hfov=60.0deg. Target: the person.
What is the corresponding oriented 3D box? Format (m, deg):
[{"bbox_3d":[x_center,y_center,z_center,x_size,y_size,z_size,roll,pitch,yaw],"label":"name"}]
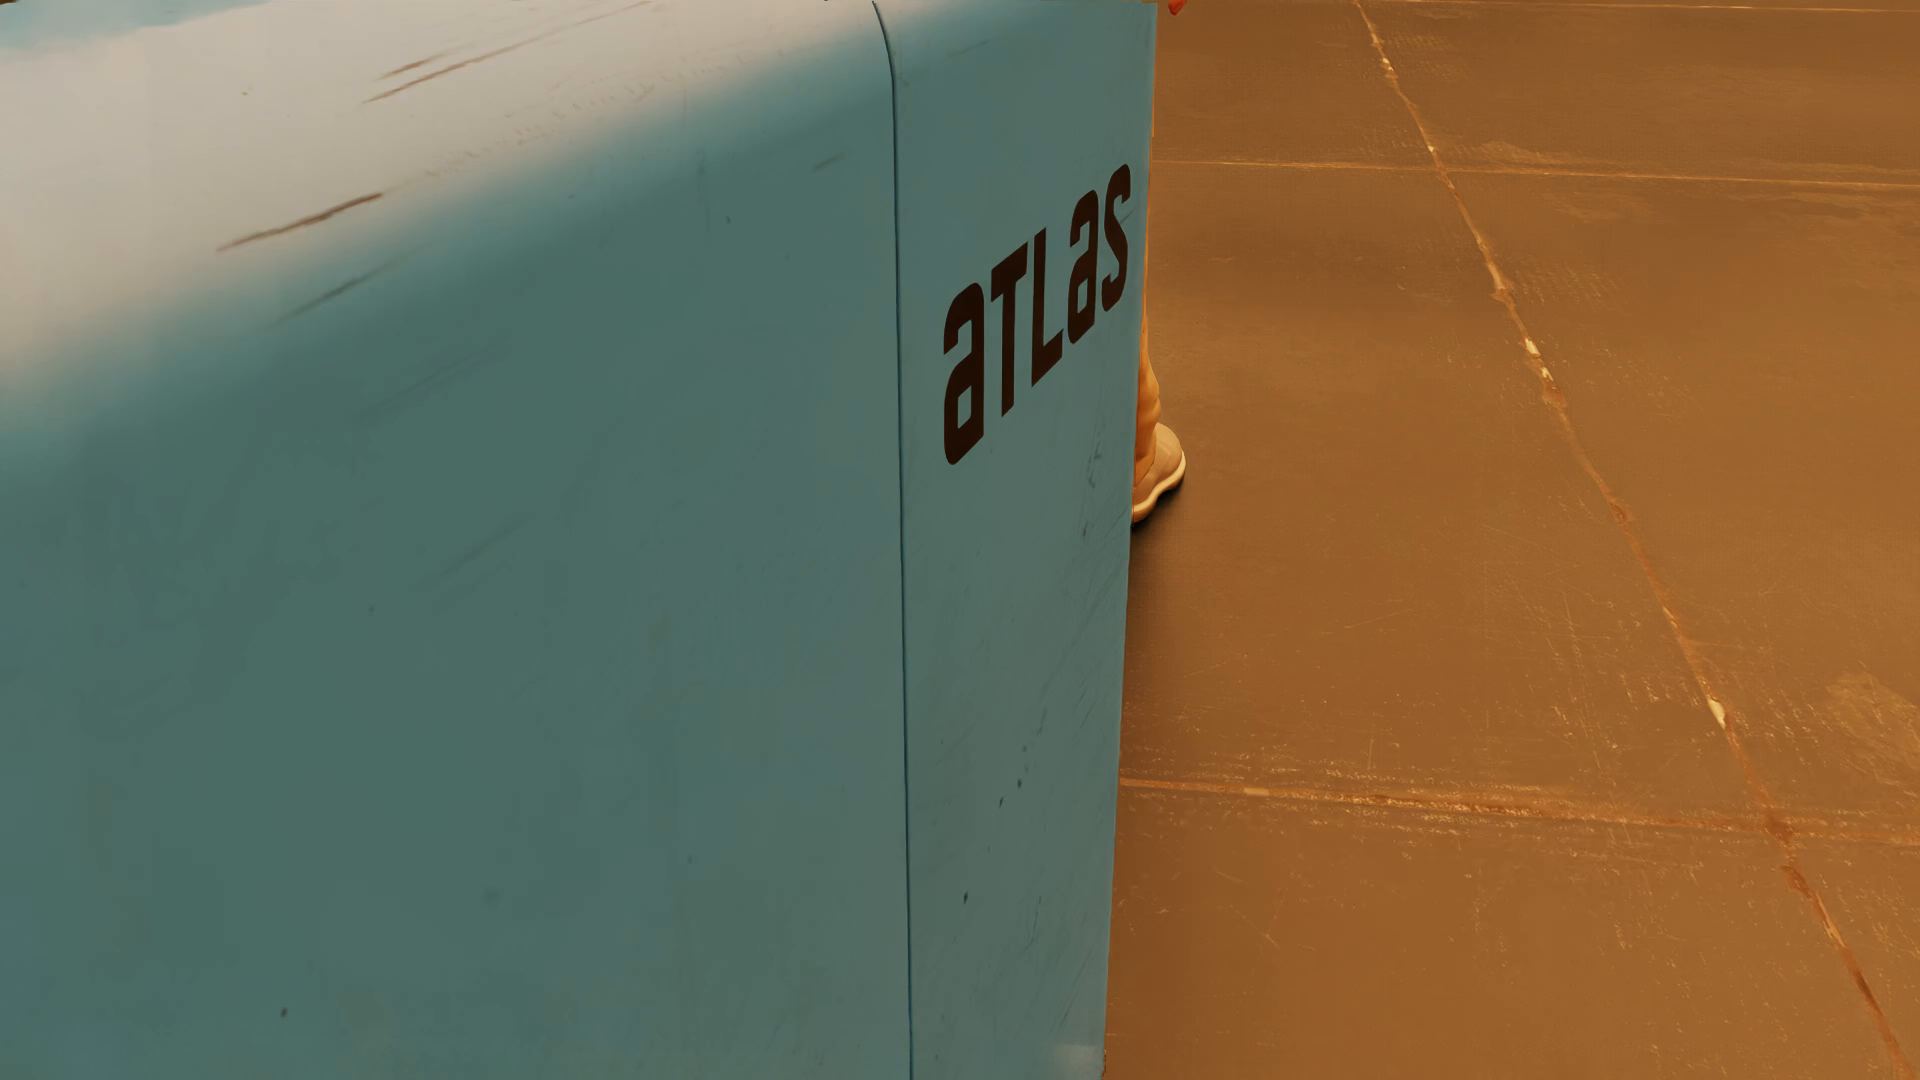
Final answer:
[{"bbox_3d":[0.024,-0.819,2.189,0.640,1.727,0.551,3,27,7],"label":"person"}]
